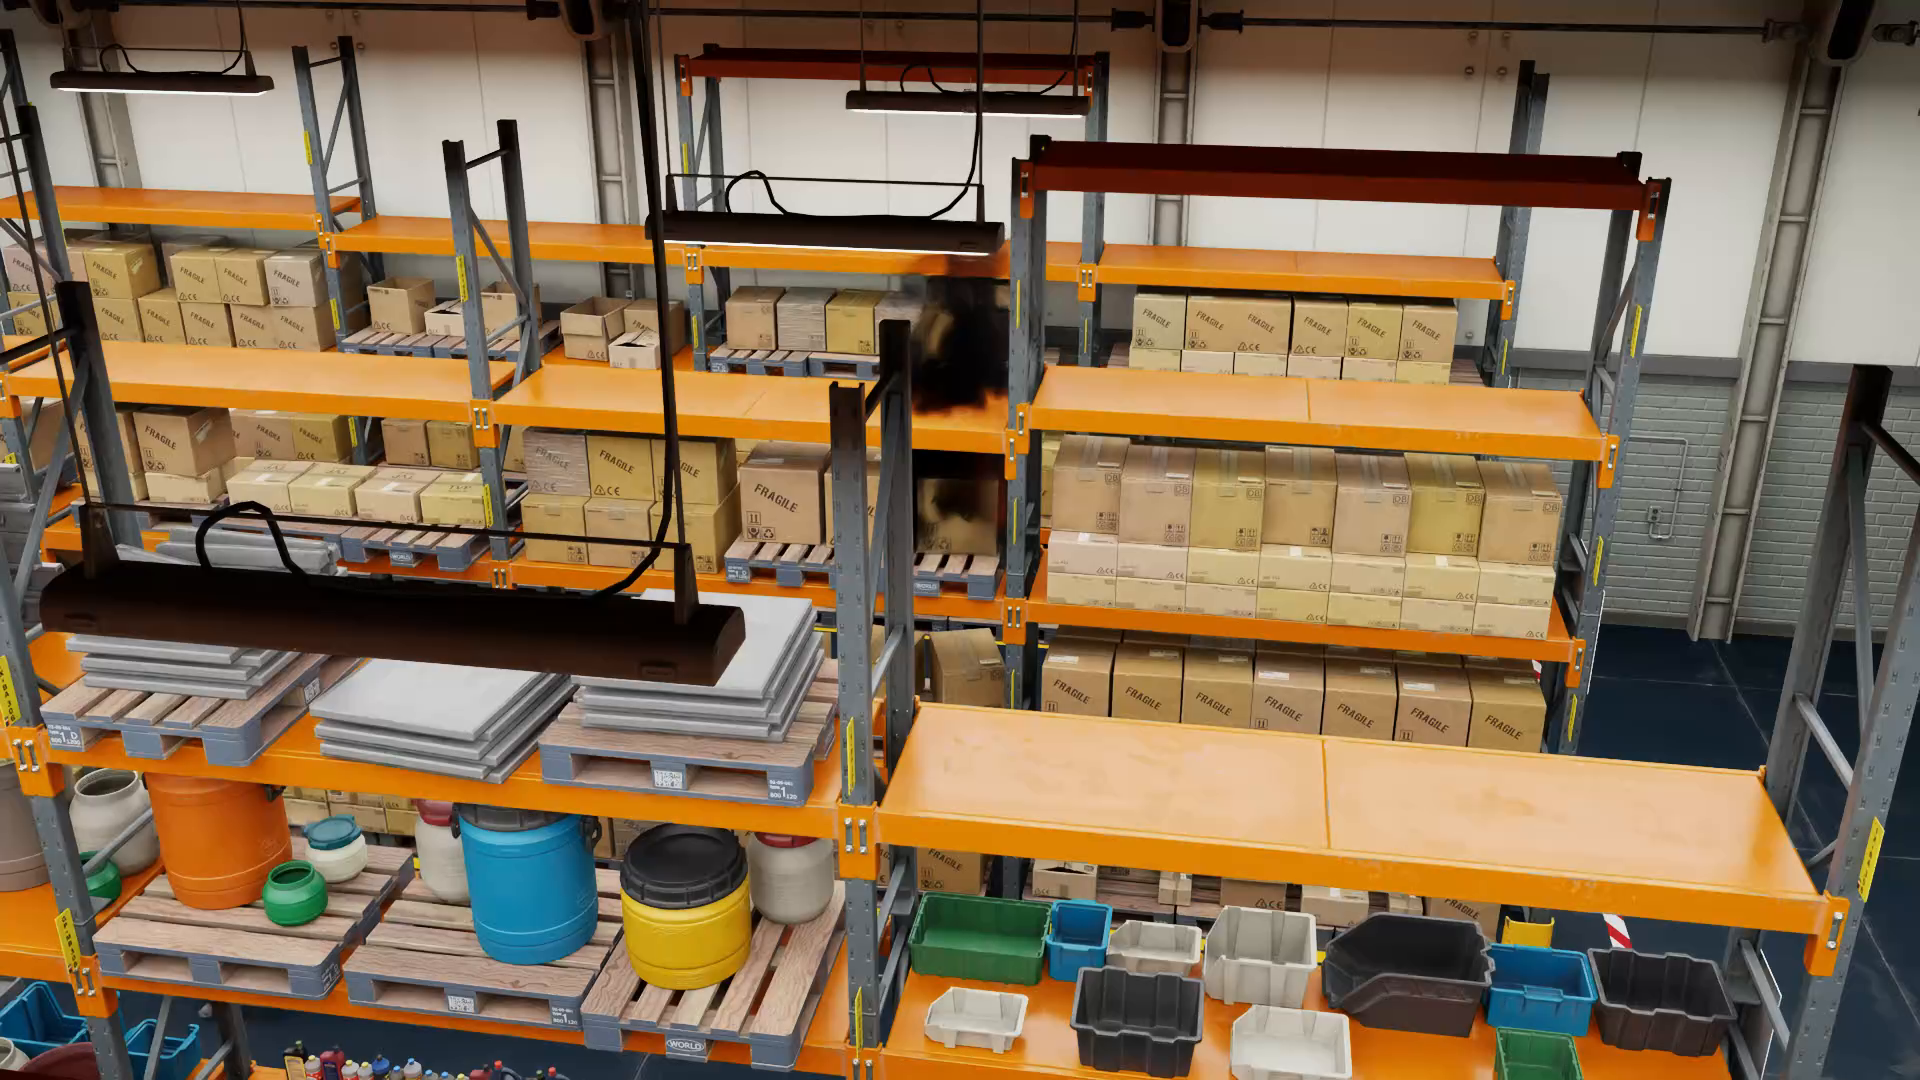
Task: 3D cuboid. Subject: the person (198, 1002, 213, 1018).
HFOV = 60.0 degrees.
[{"bbox_3d":[-5.170,2.603,11.938,0.828,1.829,0.658,-1,23,-2],"label":"person"}]
